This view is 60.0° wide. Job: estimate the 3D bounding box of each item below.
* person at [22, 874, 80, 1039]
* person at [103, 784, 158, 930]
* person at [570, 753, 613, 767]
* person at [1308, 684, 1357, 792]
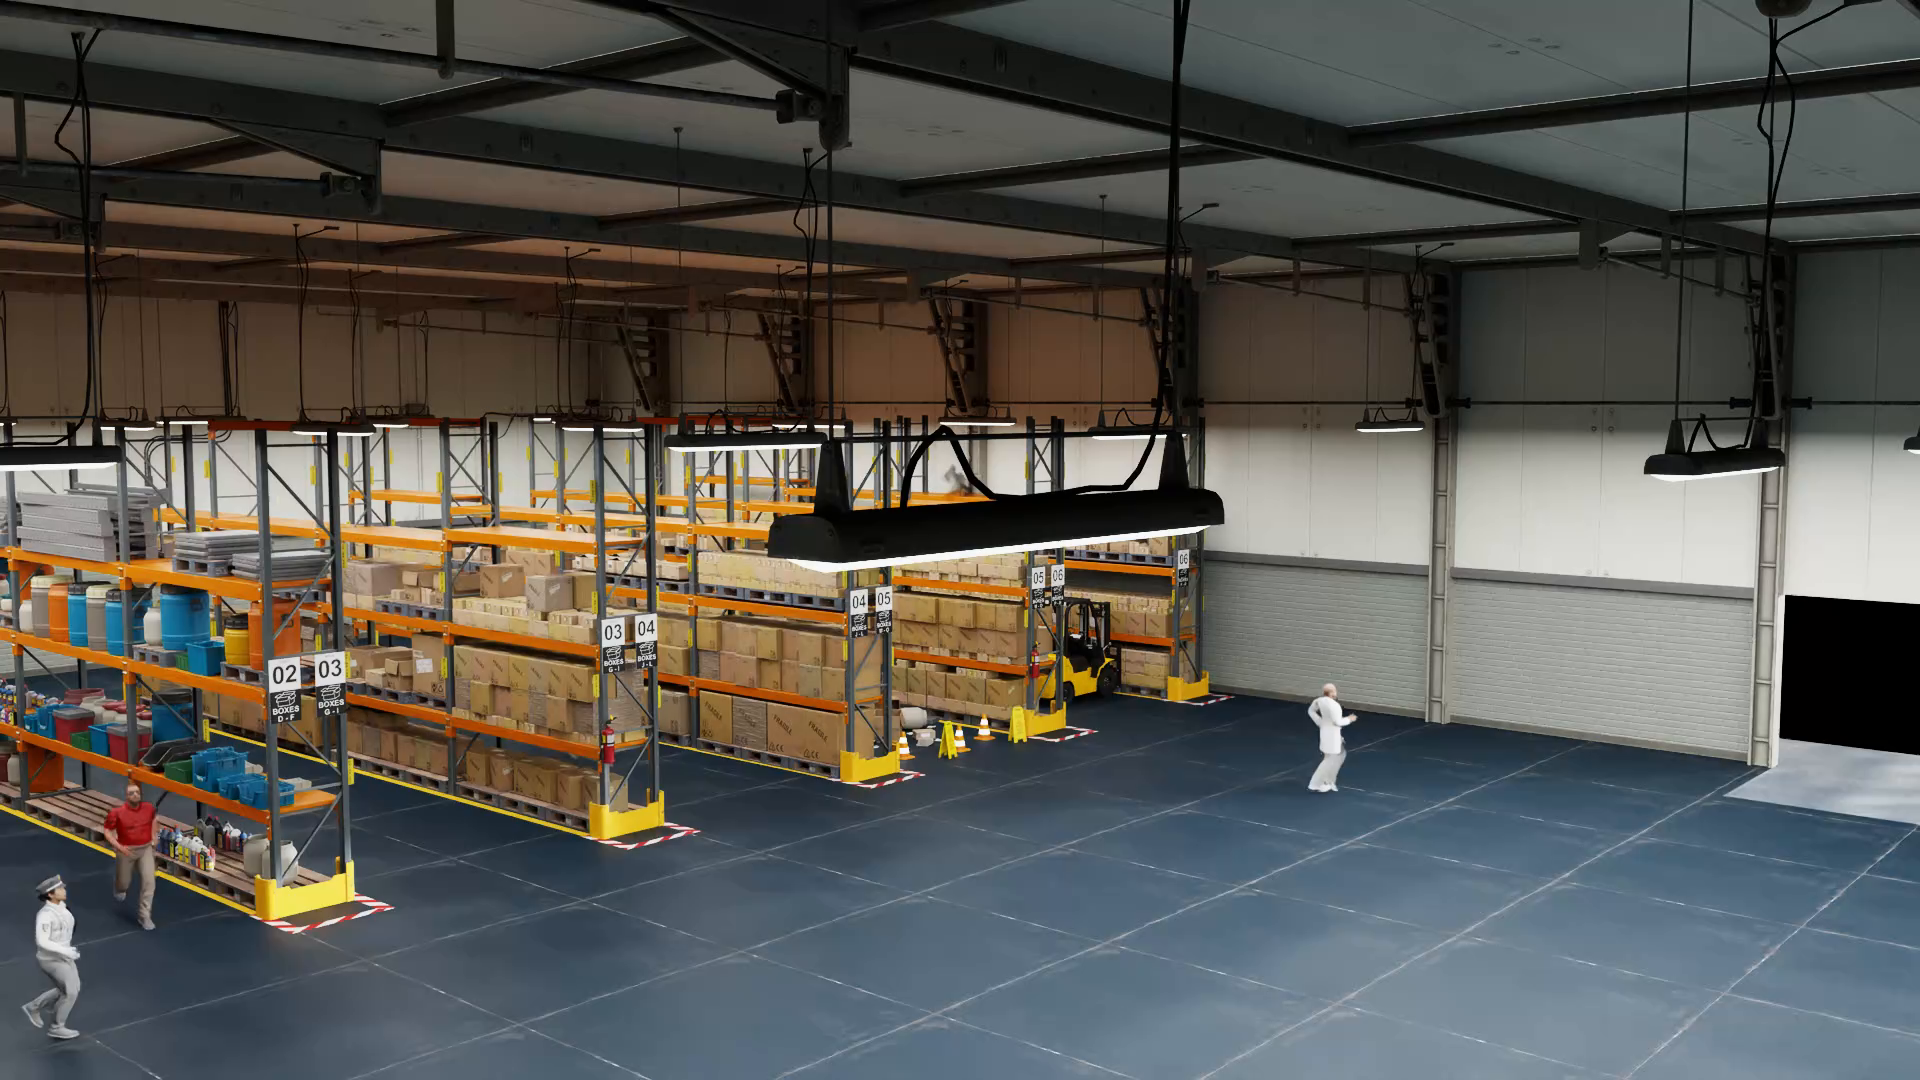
[{"bbox_3d":[-9.026,4.134,16.506,0.586,1.652,0.646,-1,5,-15],"label":"person"},{"bbox_3d":[-10.078,3.828,20.264,0.643,1.723,1.021,-4,6,-38],"label":"person"},{"bbox_3d":[-6.456,3.069,28.926,0.927,1.685,0.562,3,5,29],"label":"person"},{"bbox_3d":[6.020,3.218,26.924,0.763,1.812,0.689,0,5,-5],"label":"person"}]
